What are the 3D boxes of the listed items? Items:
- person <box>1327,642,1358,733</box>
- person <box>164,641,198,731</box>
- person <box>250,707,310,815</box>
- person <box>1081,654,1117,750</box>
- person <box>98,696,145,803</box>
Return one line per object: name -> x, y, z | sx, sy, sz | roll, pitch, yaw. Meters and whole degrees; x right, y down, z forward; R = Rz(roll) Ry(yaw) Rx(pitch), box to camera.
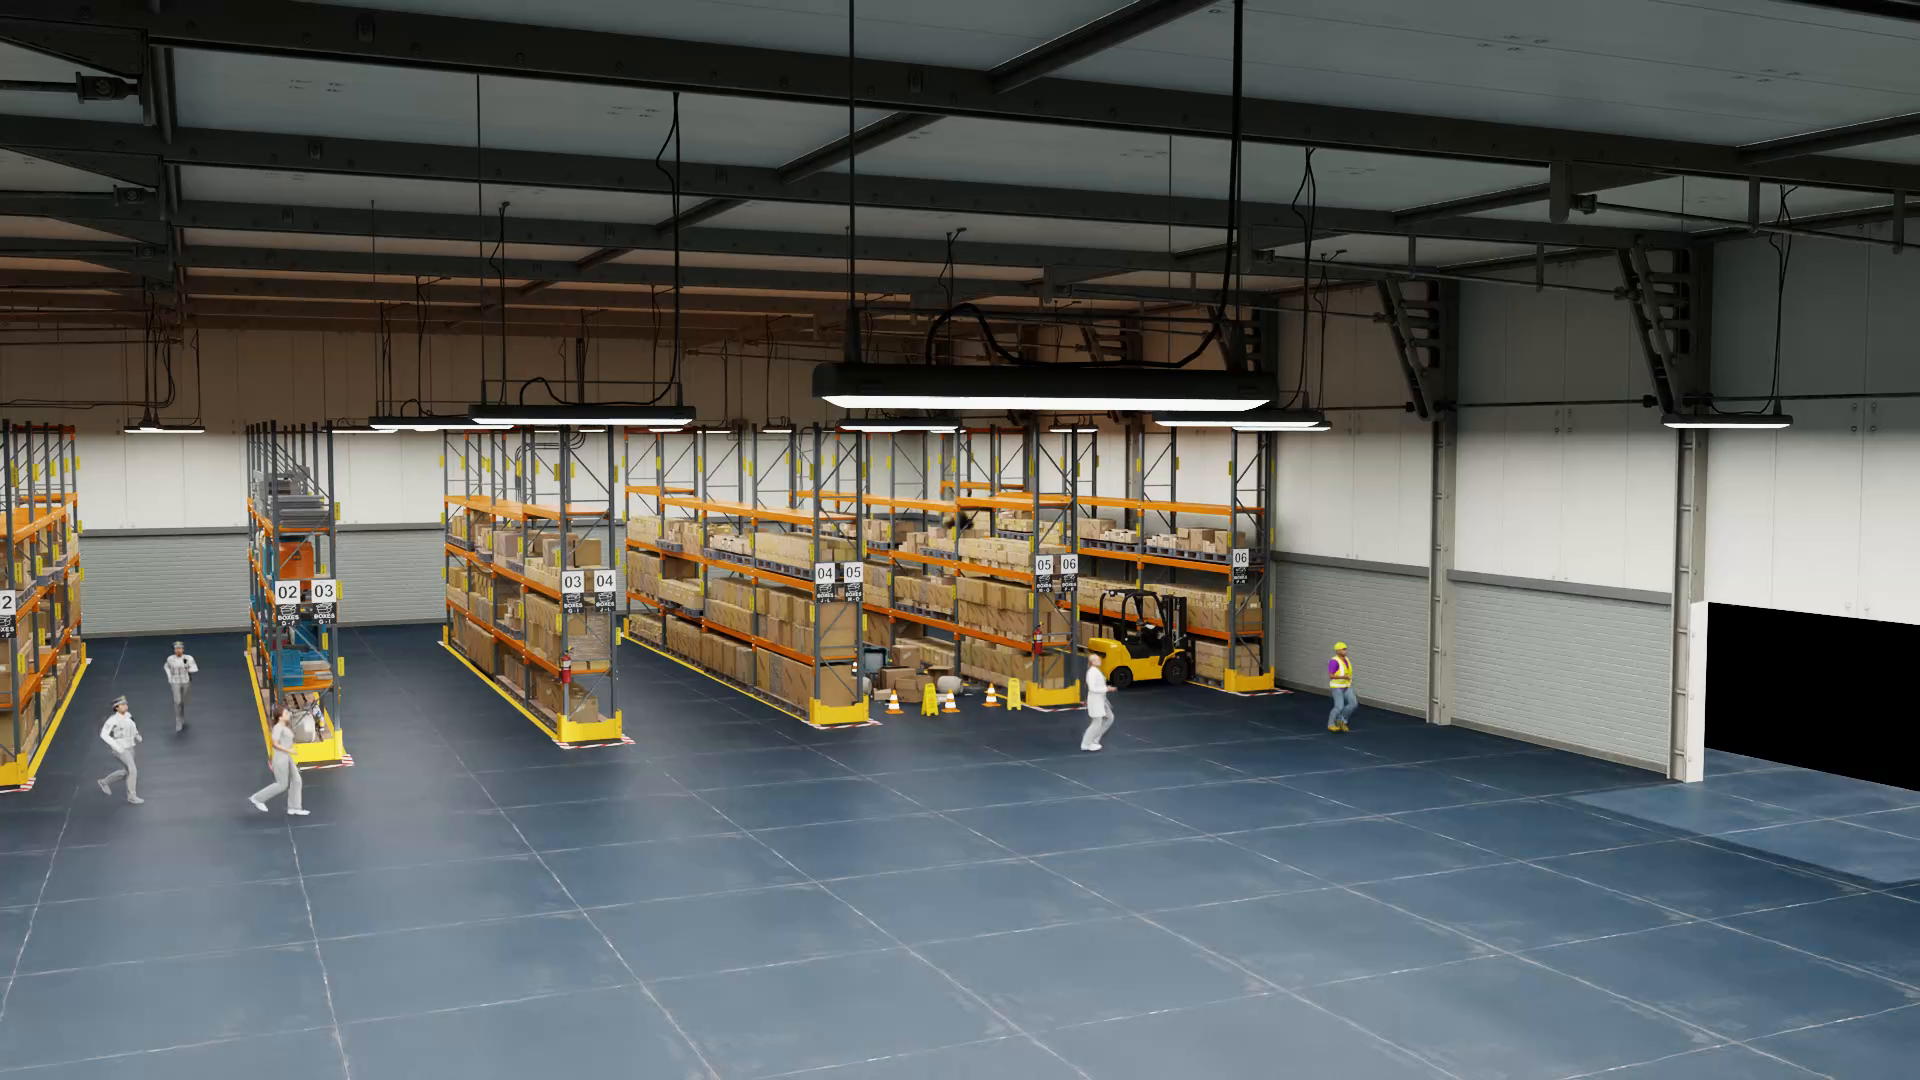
person -> 7.381, 2.847, 32.025 | 0.664, 1.759, 0.687 | -3, 4, -36
person -> -15.271, 2.846, 32.633 | 0.584, 1.754, 0.775 | -2, 4, -29
person -> -10.250, 3.341, 25.041 | 0.833, 1.655, 0.573 | -1, 4, -9
person -> 2.543, 2.957, 30.218 | 0.687, 1.771, 0.692 | 1, 4, 18
person -> -13.124, 3.268, 25.990 | 0.746, 1.695, 0.612 | 0, 4, 6
